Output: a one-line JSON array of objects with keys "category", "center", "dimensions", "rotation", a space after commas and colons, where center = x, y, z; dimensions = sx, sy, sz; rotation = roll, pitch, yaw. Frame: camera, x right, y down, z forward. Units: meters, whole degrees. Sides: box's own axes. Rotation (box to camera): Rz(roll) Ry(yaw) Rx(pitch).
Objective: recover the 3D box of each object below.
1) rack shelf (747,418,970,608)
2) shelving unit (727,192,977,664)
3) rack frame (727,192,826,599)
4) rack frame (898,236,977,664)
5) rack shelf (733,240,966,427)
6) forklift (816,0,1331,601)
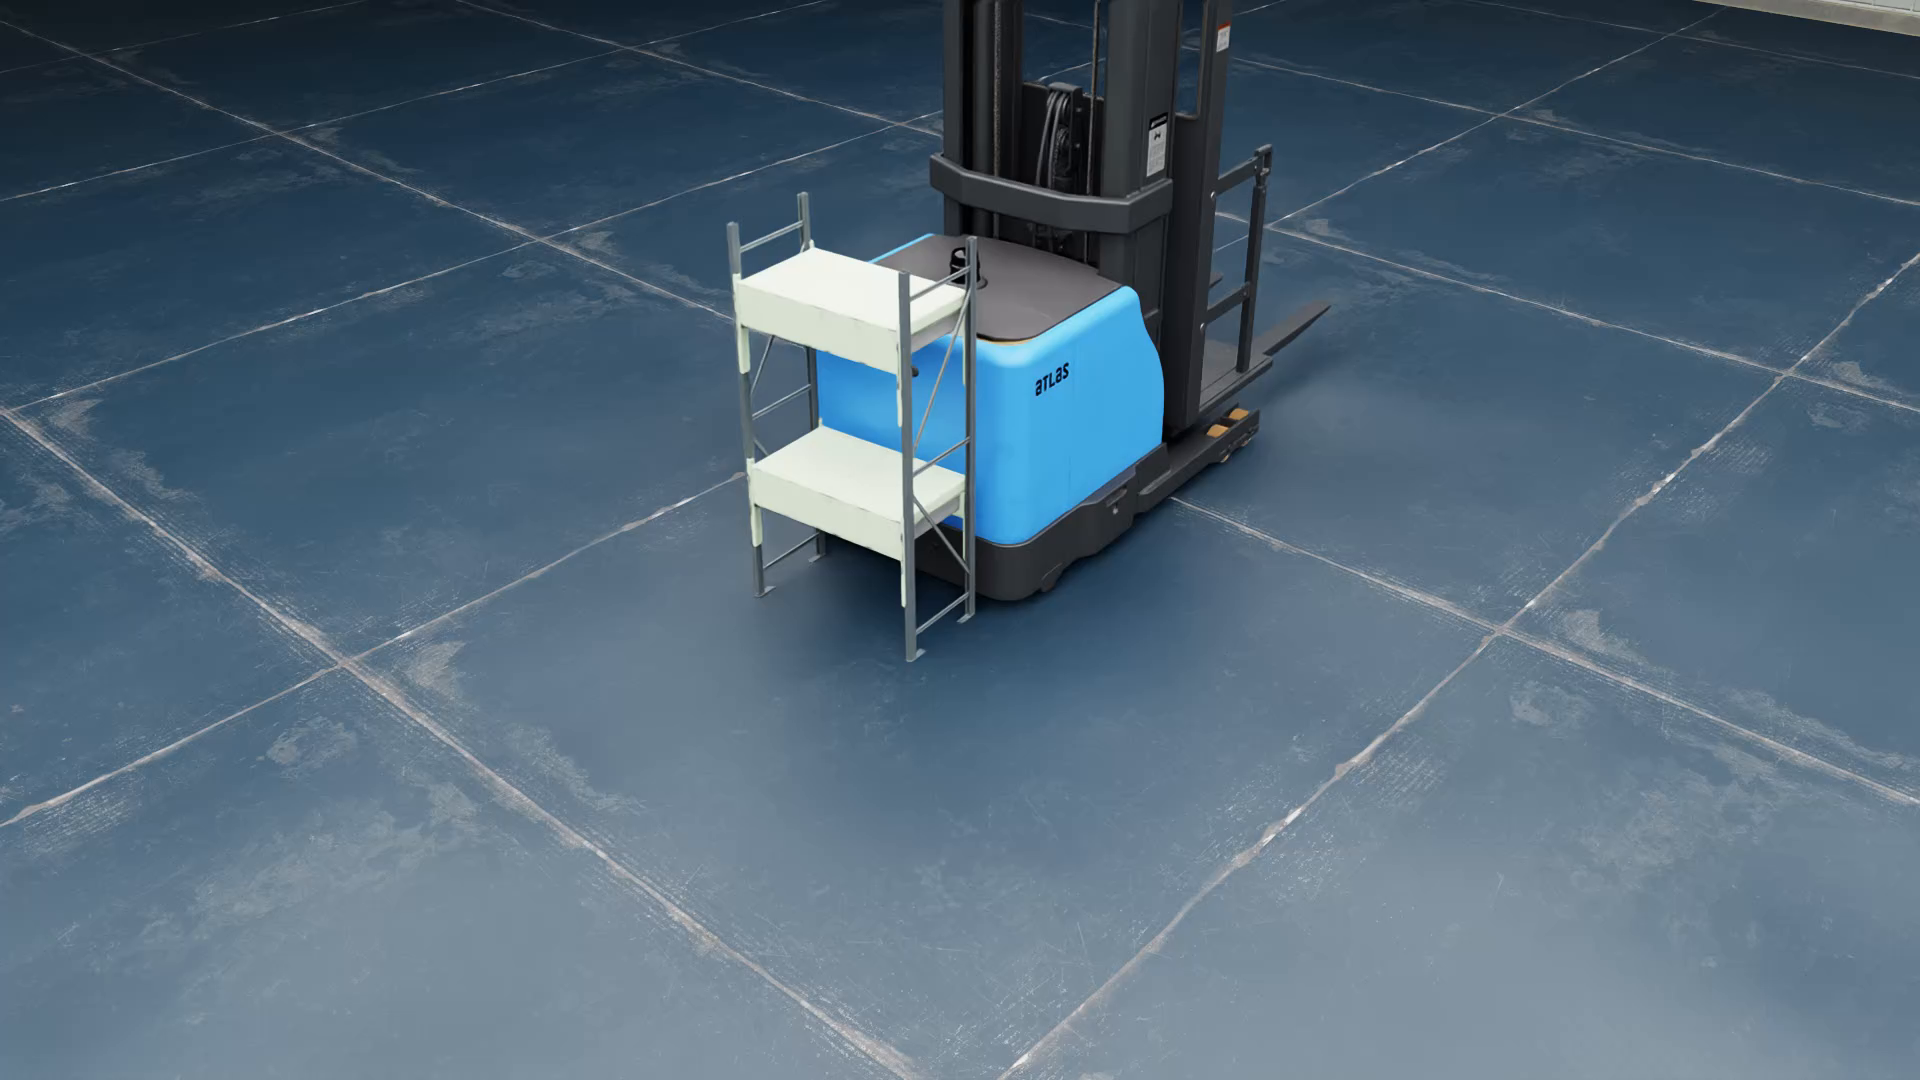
[{"category": "rack shelf", "center": [-0.366, -0.113, 6.116], "dimensions": [0.720, 0.370, 0.431], "rotation": [21, 37, 30]}, {"category": "shelving unit", "center": [-0.366, -0.393, 5.948], "dimensions": [0.755, 1.500, 0.431], "rotation": [21, 37, 30]}, {"category": "rack frame", "center": [-0.662, -0.504, 6.132], "dimensions": [0.023, 1.500, 0.400], "rotation": [21, 37, 30]}, {"category": "rack frame", "center": [-0.070, -0.282, 5.764], "dimensions": [0.023, 1.500, 0.400], "rotation": [21, 37, 30]}, {"category": "rack shelf", "center": [-0.366, -0.727, 5.747], "dimensions": [0.720, 0.370, 0.431], "rotation": [21, 37, 30]}, {"category": "forklift", "center": [0.684, -1.731, 6.783], "dimensions": [1.130, 2.935, 3.031], "rotation": [21, 37, 31]}]
